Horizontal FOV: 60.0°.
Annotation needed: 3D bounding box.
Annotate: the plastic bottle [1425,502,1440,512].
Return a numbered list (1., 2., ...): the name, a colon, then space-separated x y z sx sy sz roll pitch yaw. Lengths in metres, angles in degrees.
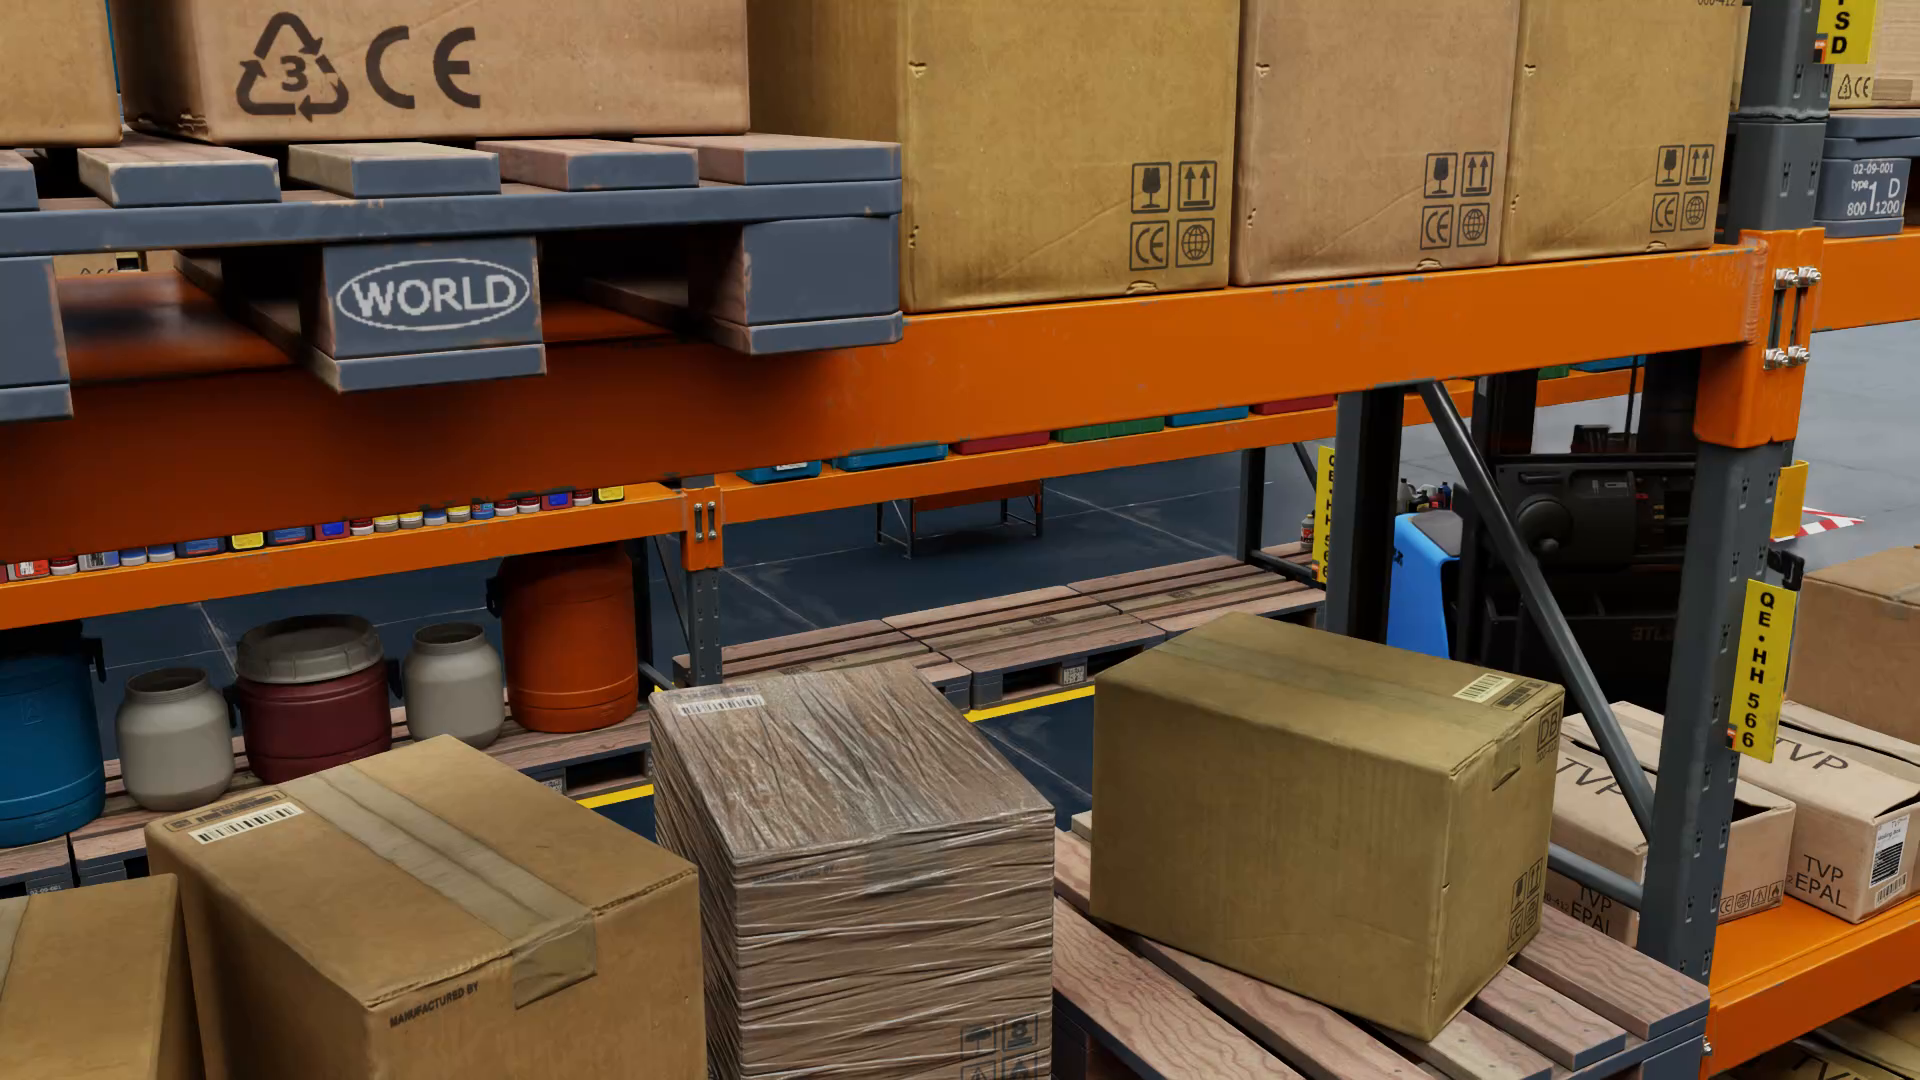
1. plastic bottle: 2.869 -0.056 10.145 0.185 0.351 0.144 -9 18 -30

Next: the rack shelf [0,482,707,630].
1. rack shelf: -3.105 0.110 6.792 4.000 0.370 1.077 -9 18 -30

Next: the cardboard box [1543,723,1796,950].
1. cardboard box: 1.491 0.635 3.753 0.500 0.311 0.500 -8 18 -26

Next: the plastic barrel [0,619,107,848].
1. plastic barrel: -3.738 0.680 6.536 0.708 0.901 0.600 -9 18 -30

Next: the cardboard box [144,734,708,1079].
1. cardboard box: -0.789 0.678 2.470 0.700 0.500 0.500 15 21 42

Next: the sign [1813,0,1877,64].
1. sign: 1.435 -0.935 2.673 0.005 0.325 0.100 -9 18 -30

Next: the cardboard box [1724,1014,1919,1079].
1. cardboard box: 2.203 1.404 4.120 0.500 0.311 0.500 -10 18 -31

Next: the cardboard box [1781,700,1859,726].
1. cardboard box: 2.221 0.563 4.309 0.250 0.149 0.380 -8 17 -26

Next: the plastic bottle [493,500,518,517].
1. plastic bottle: -1.908 -0.206 6.956 0.097 0.201 0.097 0 16 0

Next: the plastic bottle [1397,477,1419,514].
1. plastic bottle: 2.883 -0.234 10.781 0.185 0.351 0.144 -9 18 -30

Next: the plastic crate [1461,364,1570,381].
1. plastic crate: 3.347 -1.091 10.139 0.662 0.188 0.450 -9 18 -30

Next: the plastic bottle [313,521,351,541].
1. plastic bottle: -2.498 -0.144 6.583 0.133 0.283 0.061 -9 18 -30

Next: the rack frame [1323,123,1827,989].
1. rack frame: 1.157 0.632 3.596 0.127 3.000 1.000 -9 18 -30

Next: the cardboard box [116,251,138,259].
1. cardboard box: -7.475 -2.586 14.767 0.250 0.149 0.380 -10 19 -32

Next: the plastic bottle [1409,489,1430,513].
1. plastic bottle: 2.958 -0.182 10.718 0.133 0.283 0.061 -9 18 -30

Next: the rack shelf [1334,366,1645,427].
1. rack shelf: 3.752 -1.002 10.759 4.000 0.370 1.077 -9 18 -30

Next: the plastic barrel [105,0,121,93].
1. plastic barrel: -3.435 -2.119 6.146 0.708 0.901 0.600 -9 18 -30

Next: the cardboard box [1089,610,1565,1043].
1. cardboard box: 0.675 0.496 3.121 0.700 0.500 0.500 13 20 38

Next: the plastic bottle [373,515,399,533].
1. plastic bottle: -2.325 -0.138 6.714 0.097 0.201 0.097 0 16 0

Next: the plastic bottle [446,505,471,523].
1. plastic bottle: -2.074 -0.179 6.859 0.097 0.201 0.097 0 16 0

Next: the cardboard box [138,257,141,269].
1. cardboard box: -9.680 -3.055 19.910 0.875 0.875 0.875 -9 18 -30

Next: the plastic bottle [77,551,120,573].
1. plastic bottle: -3.234 -0.035 6.209 0.135 0.276 0.152 -9 18 -30

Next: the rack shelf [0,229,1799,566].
1. rack shelf: -0.558 -0.187 2.297 4.000 0.370 1.077 -9 18 -30

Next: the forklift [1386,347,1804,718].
1. forklift: 2.595 -0.116 6.395 1.130 2.935 3.031 -1 16 -2

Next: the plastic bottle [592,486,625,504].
1. plastic bottle: -1.518 -0.303 7.150 0.133 0.283 0.061 -9 18 -30

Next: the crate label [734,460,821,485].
1. crate label: -0.837 -0.405 7.609 0.416 0.233 0.303 -9 18 -30

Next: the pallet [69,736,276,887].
1. pallet: -3.090 1.116 7.036 1.213 0.211 1.003 -9 18 -30

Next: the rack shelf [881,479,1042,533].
1. rack shelf: -0.006 -0.305 11.321 1.000 0.278 0.538 -9 18 -30

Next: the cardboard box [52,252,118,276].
1. cardboard box: -5.708 -1.909 10.618 0.637 0.503 0.797 -9 18 -28

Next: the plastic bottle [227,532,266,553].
1. plastic bottle: -2.771 -0.100 6.425 0.133 0.283 0.061 -9 18 -30

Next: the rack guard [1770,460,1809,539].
1. rack guard: 5.426 -0.401 11.914 0.348 0.500 1.175 -9 18 -30

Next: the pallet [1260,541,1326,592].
1. pallet: 2.635 0.189 10.345 1.213 0.211 1.003 -9 18 -30

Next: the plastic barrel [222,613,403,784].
1. plastic barrel: -2.770 0.674 7.139 0.708 0.588 0.600 -9 18 -30

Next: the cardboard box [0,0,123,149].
1. cardboard box: -1.241 -0.705 1.663 0.600 0.600 0.600 -9 18 -30

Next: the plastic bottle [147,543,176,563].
1. plastic bottle: -3.037 -0.057 6.293 0.097 0.271 0.097 0 16 0

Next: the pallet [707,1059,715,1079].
1. pallet: -0.508 0.996 2.654 1.213 0.211 1.003 -9 18 -30

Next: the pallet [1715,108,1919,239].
1. pallet: 1.693 -0.836 3.627 1.003 0.211 1.213 -8 18 -27

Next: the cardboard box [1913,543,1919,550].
1. cardboard box: 3.038 0.274 4.689 0.500 0.500 0.500 -9 18 -30

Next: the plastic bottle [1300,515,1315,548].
1. plastic bottle: 2.188 -0.057 10.425 0.097 0.201 0.097 0 16 0

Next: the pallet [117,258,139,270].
1. pallet: -8.085 -2.445 14.929 1.213 0.211 1.003 -9 18 -30

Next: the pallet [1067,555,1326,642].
1. pallet: 1.385 0.391 9.625 1.213 0.211 1.003 -9 18 -30

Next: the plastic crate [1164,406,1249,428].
1. plastic crate: 1.252 -0.837 8.868 0.575 0.384 0.392 -9 18 -30

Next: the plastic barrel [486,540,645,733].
1. plastic barrel: -1.802 0.401 7.666 0.708 0.830 0.600 -9 18 -30

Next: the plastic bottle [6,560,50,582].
1. plastic bottle: -3.433 -0.003 6.094 0.135 0.276 0.152 -9 18 -30

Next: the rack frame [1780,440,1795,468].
1. rack frame: 5.467 -1.626 11.654 0.127 3.000 1.000 -9 18 -30

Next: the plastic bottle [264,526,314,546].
1. plastic bottle: -2.656 -0.164 6.529 0.185 0.351 0.144 -9 18 -30

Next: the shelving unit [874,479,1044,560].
1. shelving unit: -0.006 -0.541 11.255 1.048 1.125 0.538 -9 18 -30

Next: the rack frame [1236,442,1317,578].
1. rack frame: 2.038 -1.070 9.670 0.127 3.000 1.000 -9 18 -30

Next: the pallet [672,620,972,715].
1. pallet: -0.707 0.730 8.415 1.213 0.211 1.003 -9 18 -30

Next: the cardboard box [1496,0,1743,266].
1. cardboard box: 0.800 -0.792 2.934 0.500 0.500 0.910 -9 18 -30

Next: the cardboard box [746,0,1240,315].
1. cardboard box: -0.083 -0.648 2.423 0.500 0.500 0.910 -9 18 -30

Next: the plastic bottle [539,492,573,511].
1. plastic bottle: -1.716 -0.271 7.035 0.133 0.283 0.061 -9 18 -30

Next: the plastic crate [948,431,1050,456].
1. plastic crate: 0.152 -0.699 8.227 0.583 0.464 0.402 -9 18 -30

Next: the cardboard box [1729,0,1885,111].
1. cardboard box: 1.517 -1.018 3.426 0.500 0.250 0.500 -11 19 -34

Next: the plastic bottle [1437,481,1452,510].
1. plastic bottle: 3.199 -0.255 11.001 0.097 0.271 0.097 0 16 0

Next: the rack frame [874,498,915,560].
1. rack frame: -0.442 -0.470 11.003 0.032 1.125 0.500 -9 18 -30
